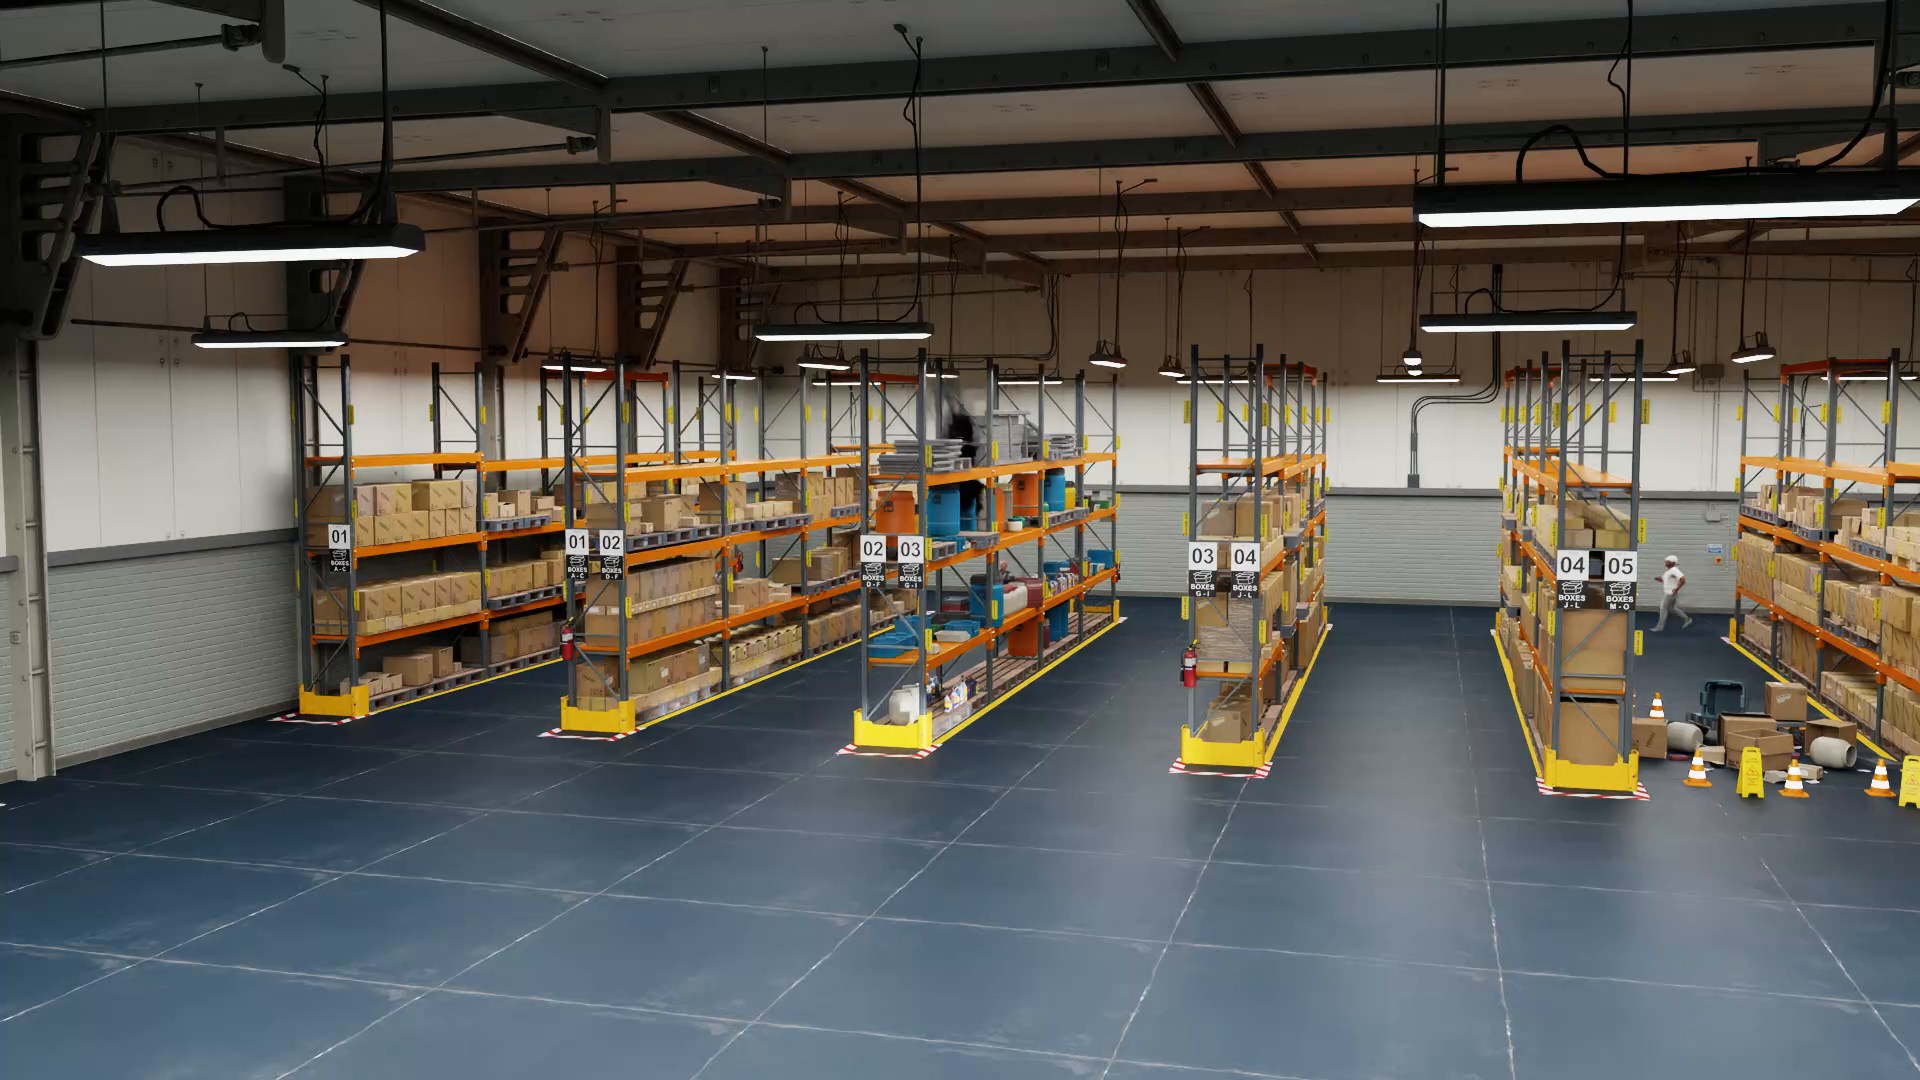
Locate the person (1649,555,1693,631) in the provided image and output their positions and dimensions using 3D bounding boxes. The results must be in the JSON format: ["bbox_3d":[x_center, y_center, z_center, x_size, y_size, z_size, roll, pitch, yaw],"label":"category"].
[{"bbox_3d":[16.365,1.230,38.213,0.942,1.760,0.713,2,5,19],"label":"person"}]

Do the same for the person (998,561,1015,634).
[{"bbox_3d":[0.976,1.319,37.922,0.646,1.560,0.576,1,4,16],"label":"person"}]

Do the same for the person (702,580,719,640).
[{"bbox_3d":[-5.510,1.425,36.019,0.657,1.771,0.863,0,4,3],"label":"person"}]
